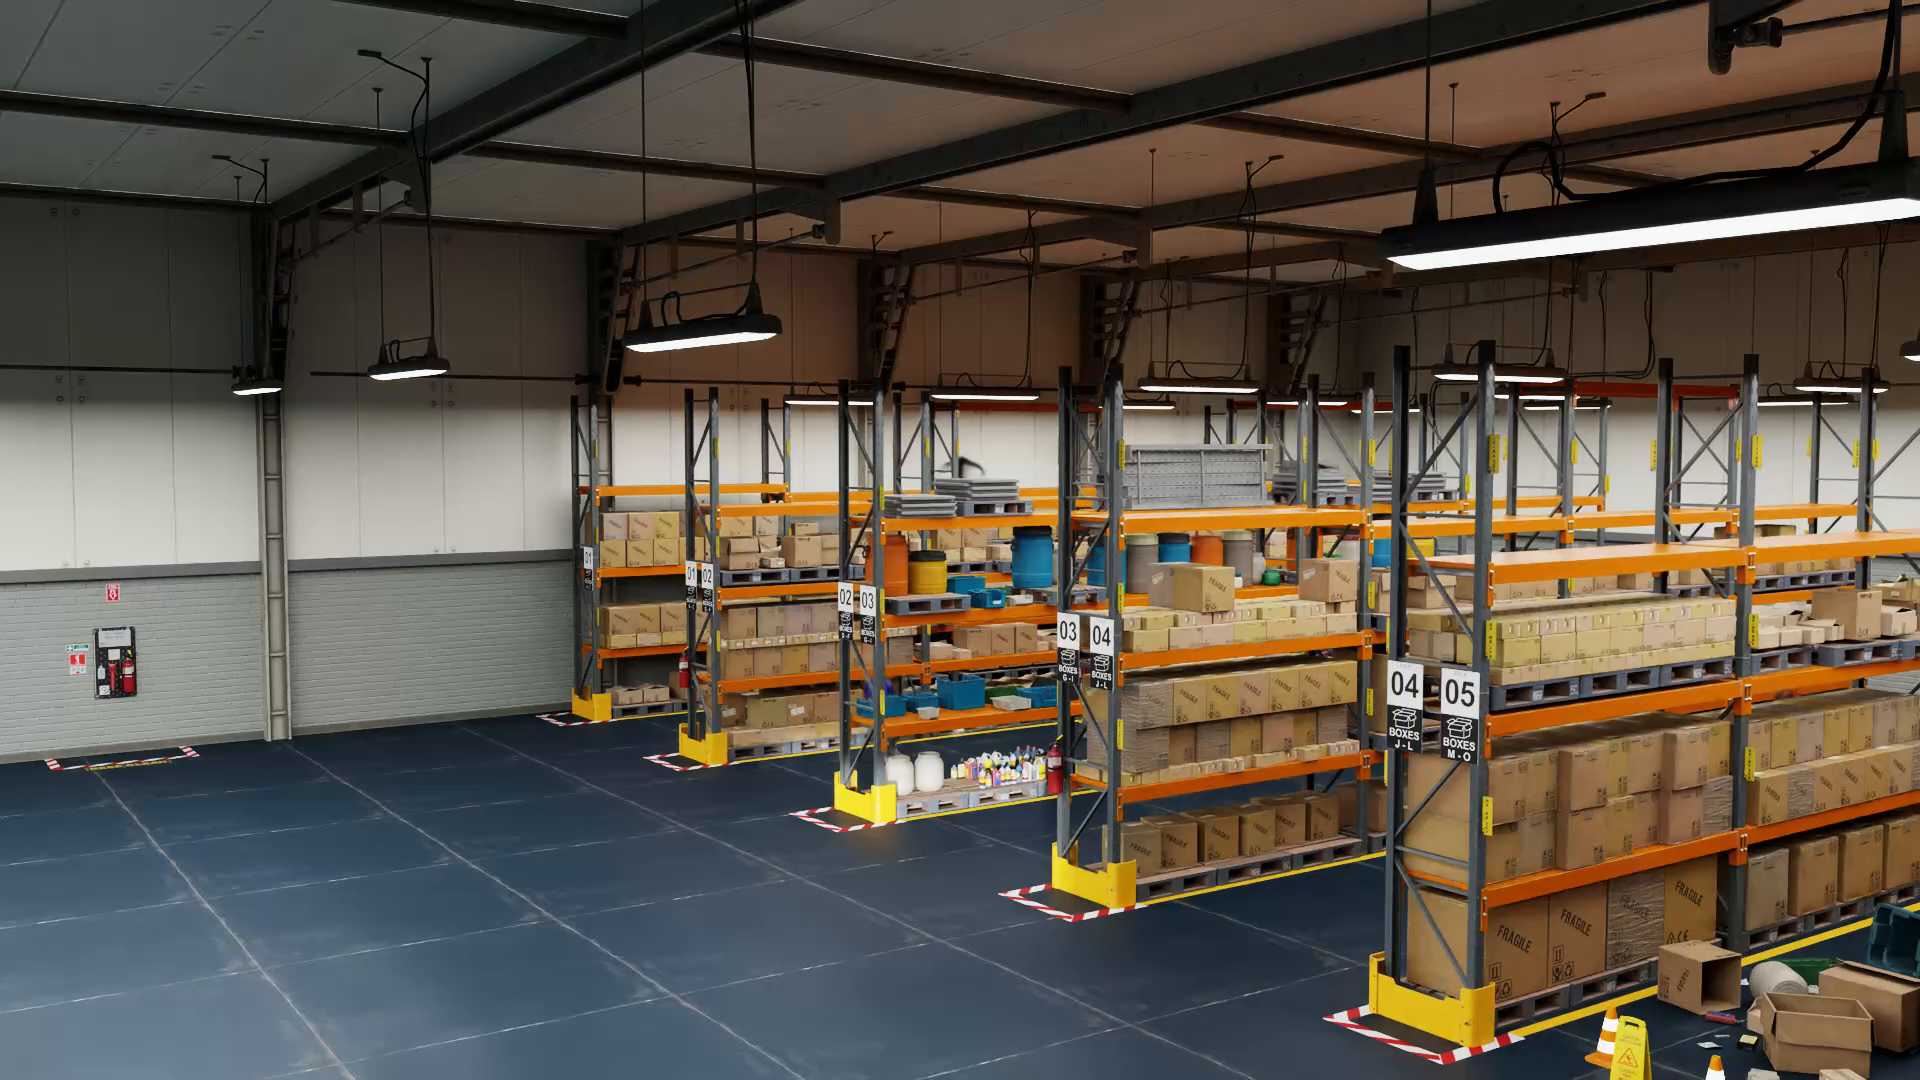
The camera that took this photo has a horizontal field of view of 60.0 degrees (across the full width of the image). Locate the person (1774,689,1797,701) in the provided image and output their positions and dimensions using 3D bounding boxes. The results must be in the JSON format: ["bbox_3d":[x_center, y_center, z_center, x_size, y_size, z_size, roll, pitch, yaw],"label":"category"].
[{"bbox_3d":[11.961,2.843,23.995,0.780,1.722,0.699,-1,4,-19],"label":"person"}]

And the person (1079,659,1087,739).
[{"bbox_3d":[2.273,2.649,28.801,0.669,1.586,0.618,-2,4,-26],"label":"person"}]

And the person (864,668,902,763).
[{"bbox_3d":[-1.244,2.779,26.748,0.593,1.602,0.765,0,3,3],"label":"person"}]
